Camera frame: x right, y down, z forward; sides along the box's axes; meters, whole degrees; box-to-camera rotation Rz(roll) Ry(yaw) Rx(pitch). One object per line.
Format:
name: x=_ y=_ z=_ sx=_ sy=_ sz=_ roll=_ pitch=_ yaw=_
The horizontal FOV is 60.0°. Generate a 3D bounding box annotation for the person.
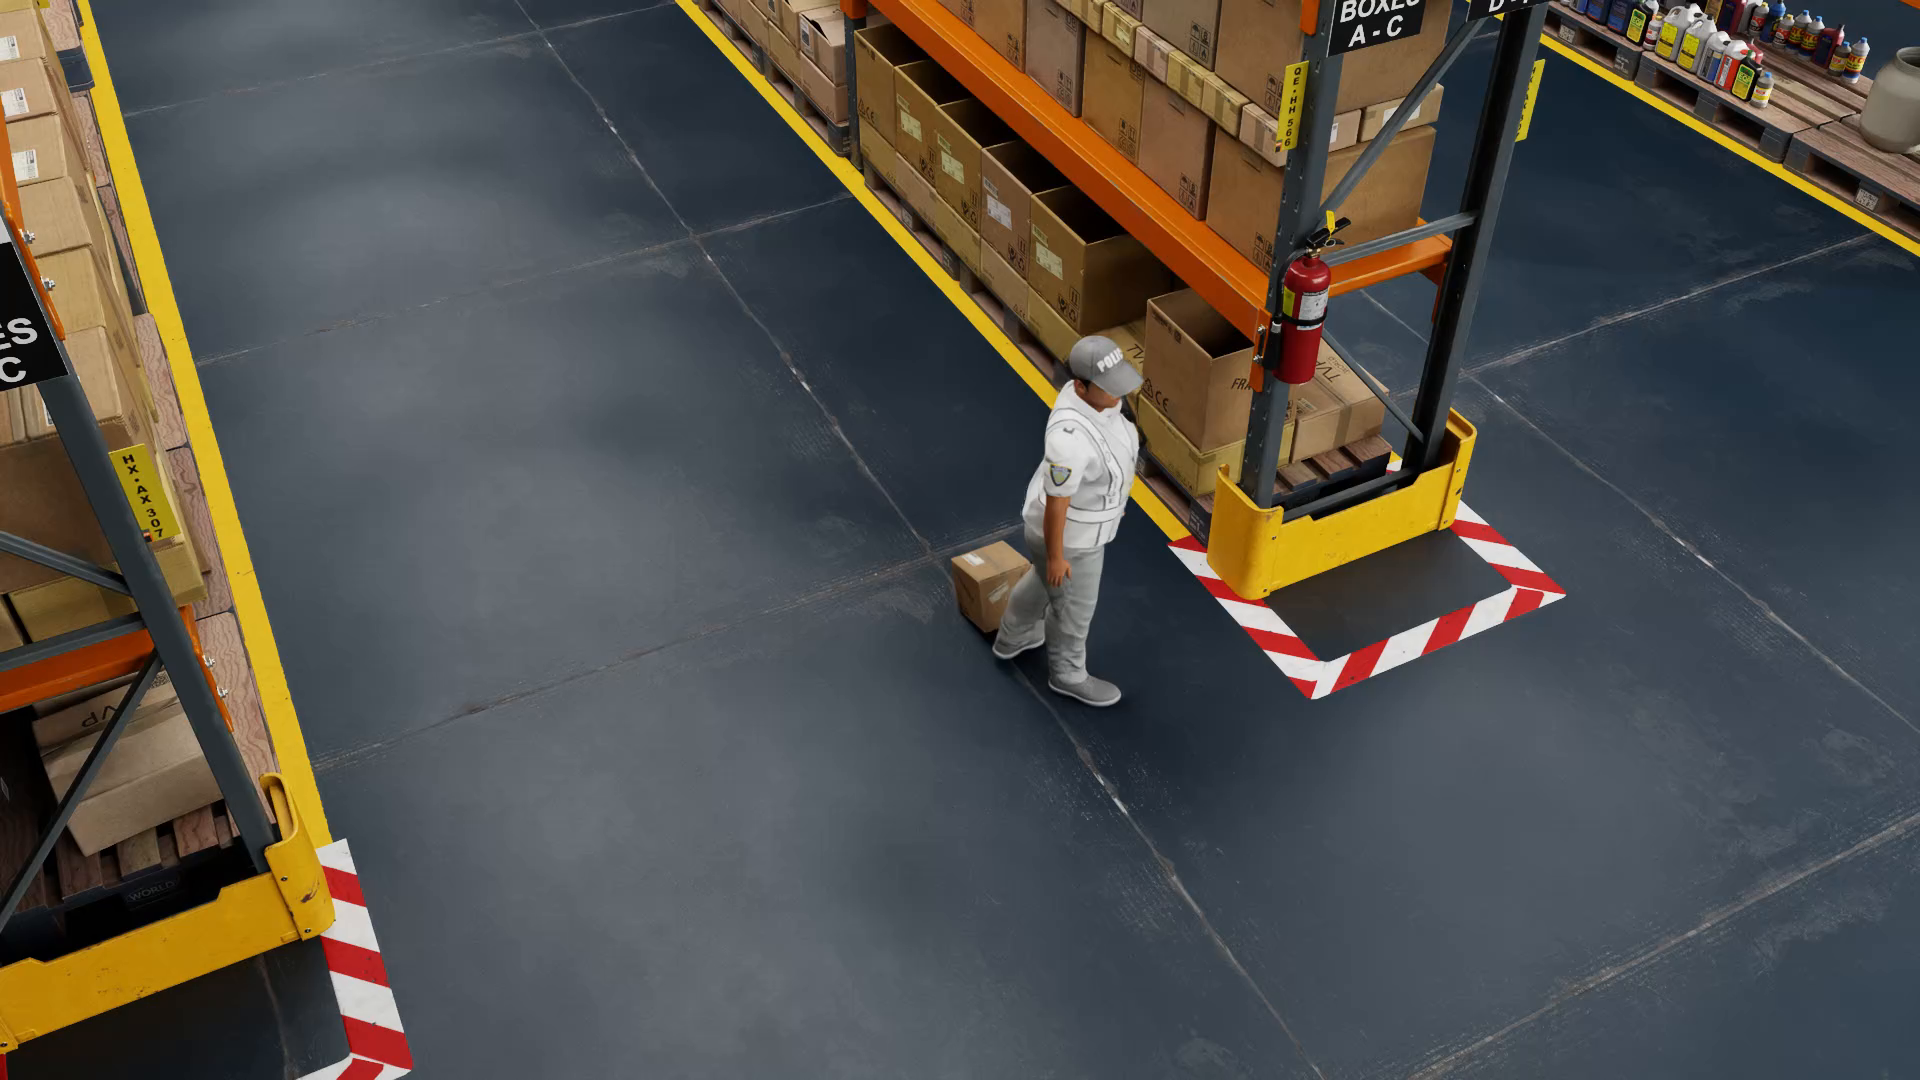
person: x=0.396 y=-0.079 z=6.232 sx=0.550 sy=1.657 sz=0.496 roll=8 pitch=42 yaw=9
